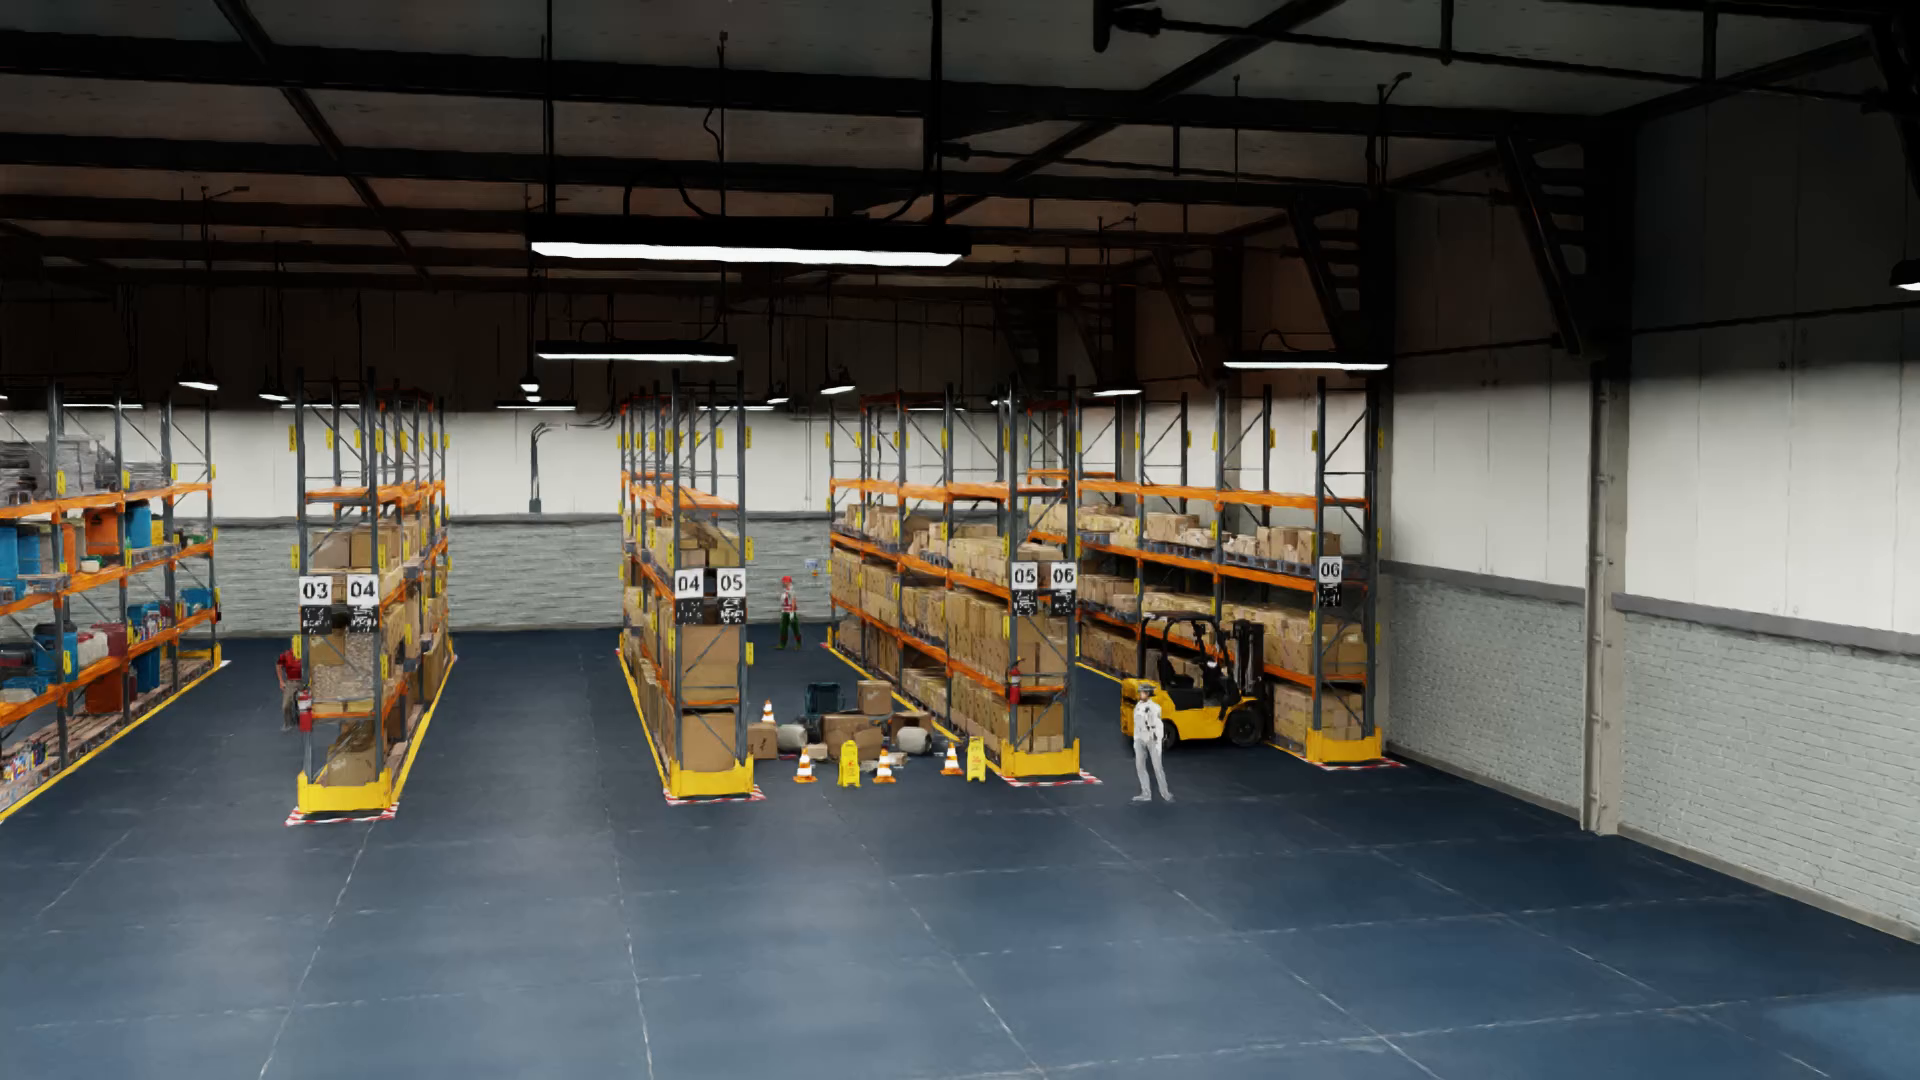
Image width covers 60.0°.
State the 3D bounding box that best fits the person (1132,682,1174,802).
[{"bbox_3d":[2.669,2.796,23.153,0.522,1.665,0.569,-3,5,-41],"label":"person"}]

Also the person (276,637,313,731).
[{"bbox_3d":[-11.385,2.464,28.580,0.682,1.676,0.535,-1,4,-16],"label":"person"}]

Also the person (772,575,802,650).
[{"bbox_3d":[-4.147,1.737,39.818,0.627,1.789,0.678,-2,4,-31],"label":"person"}]
